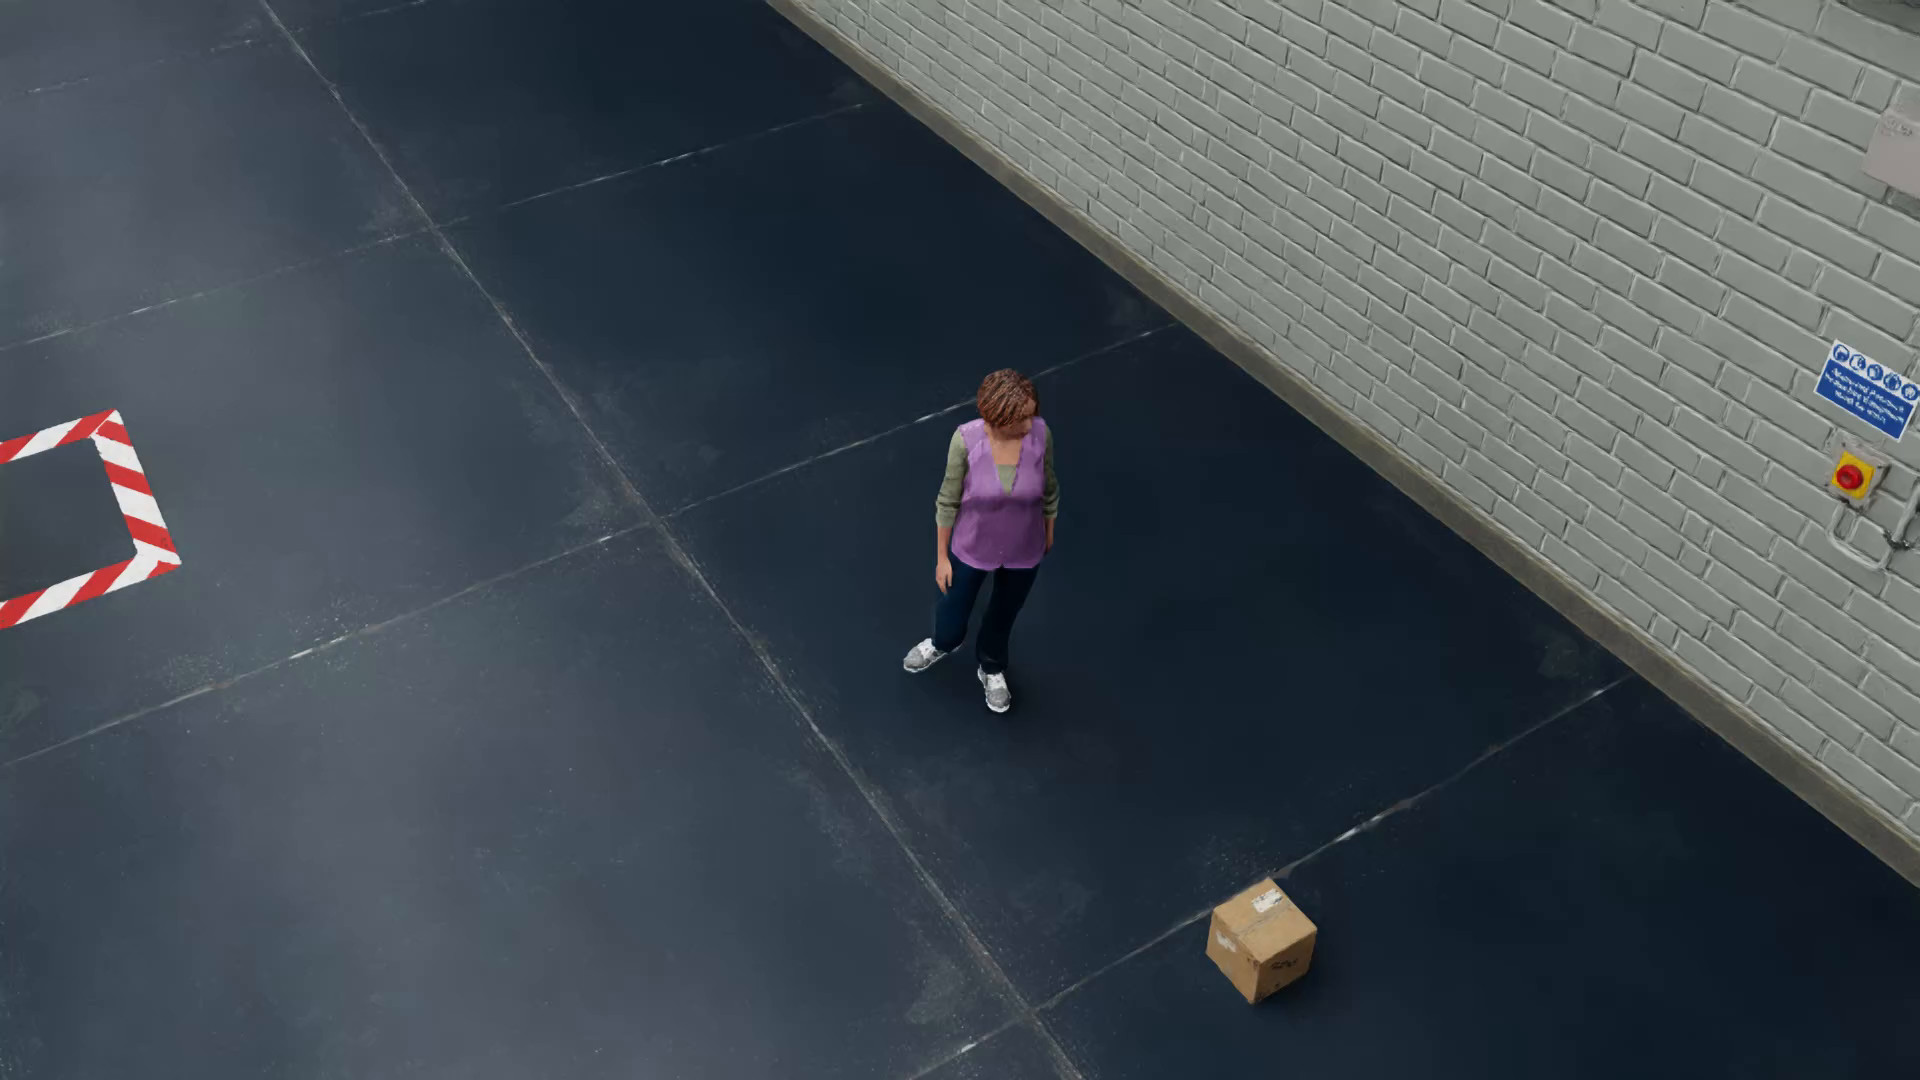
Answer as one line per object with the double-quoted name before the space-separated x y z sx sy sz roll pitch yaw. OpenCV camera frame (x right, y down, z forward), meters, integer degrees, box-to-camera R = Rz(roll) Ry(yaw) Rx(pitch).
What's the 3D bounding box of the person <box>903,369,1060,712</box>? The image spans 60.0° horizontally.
"person" 0.071 0.003 6.139 0.577 1.589 0.420 -5 42 -5
